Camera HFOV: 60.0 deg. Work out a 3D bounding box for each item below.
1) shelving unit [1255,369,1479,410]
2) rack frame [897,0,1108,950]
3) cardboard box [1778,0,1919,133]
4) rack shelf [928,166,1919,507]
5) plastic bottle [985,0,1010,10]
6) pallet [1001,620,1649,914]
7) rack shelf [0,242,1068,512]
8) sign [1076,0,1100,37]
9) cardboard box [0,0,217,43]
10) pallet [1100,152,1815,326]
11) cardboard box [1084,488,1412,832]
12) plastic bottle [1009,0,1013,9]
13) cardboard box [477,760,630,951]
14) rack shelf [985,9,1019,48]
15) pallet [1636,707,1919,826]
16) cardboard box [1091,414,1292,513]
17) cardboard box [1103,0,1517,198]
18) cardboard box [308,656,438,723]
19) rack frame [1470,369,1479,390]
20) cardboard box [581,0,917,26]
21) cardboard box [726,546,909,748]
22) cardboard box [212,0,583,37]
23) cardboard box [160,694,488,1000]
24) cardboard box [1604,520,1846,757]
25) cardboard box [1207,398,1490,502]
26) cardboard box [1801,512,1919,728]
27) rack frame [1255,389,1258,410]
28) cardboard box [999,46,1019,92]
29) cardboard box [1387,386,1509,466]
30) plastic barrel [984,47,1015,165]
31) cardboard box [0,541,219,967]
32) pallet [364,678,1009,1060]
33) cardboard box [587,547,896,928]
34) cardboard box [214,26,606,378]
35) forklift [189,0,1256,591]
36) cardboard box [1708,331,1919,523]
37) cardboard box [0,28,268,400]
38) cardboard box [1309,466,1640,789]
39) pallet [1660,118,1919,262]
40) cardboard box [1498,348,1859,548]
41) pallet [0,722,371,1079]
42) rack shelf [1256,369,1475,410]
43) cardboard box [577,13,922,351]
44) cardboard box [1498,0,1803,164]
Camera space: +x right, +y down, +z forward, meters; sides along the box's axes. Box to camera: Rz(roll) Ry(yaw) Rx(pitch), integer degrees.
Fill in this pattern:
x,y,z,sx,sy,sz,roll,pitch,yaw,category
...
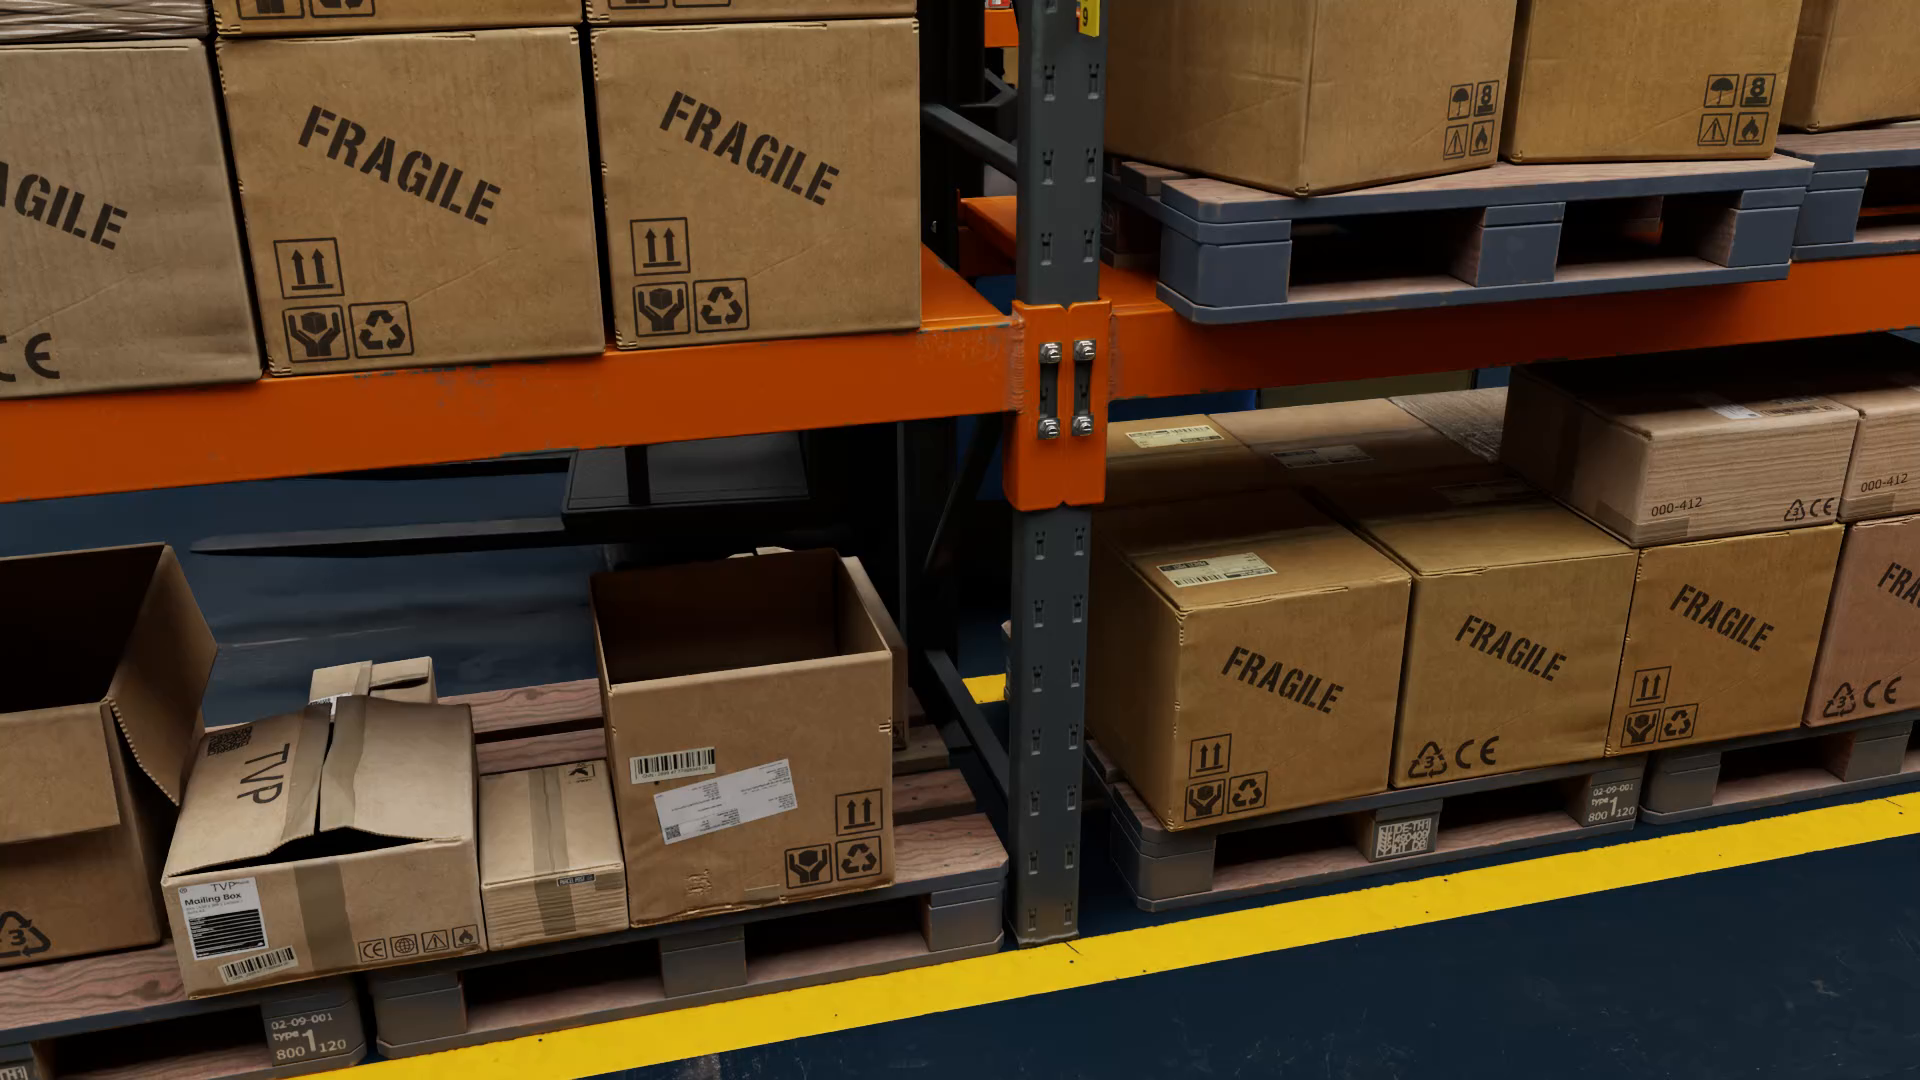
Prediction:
x,y,z,sx,sy,sz,roll,pitch,yaw,category
1.209,-0.795,5.202,0.755,1.500,0.431,-5,24,-12,shelving unit
0.045,-0.753,3.201,0.127,3.000,1.000,-6,24,-14,rack frame
1.729,-1.204,3.592,0.500,0.500,0.700,-13,26,-28,cardboard box
1.971,-0.635,3.839,4.000,0.370,1.077,-6,24,-14,rack shelf
0.151,-2.580,7.617,0.135,0.276,0.152,-6,24,-14,plastic bottle
0.818,0.427,3.986,1.213,0.211,1.003,-6,24,-14,pallet
-1.881,-0.209,2.846,4.000,0.370,1.077,-6,24,-14,rack shelf
0.199,-0.946,2.552,0.005,0.325,0.100,-6,24,-14,sign
-1.350,-0.997,2.375,0.500,0.500,0.500,-6,24,-14,cardboard box
0.844,-0.708,3.341,1.213,0.211,1.003,-6,24,-14,pallet
0.576,0.234,3.512,0.500,0.500,0.500,-7,24,-17,cardboard box
0.270,-2.548,7.636,0.097,0.201,0.097,0,23,0,plastic bottle
-0.772,0.586,3.138,0.250,0.149,0.380,-6,24,-14,cardboard box
0.636,-2.516,8.223,4.000,0.370,1.077,-6,24,-14,rack shelf
1.995,0.296,4.292,1.213,0.211,1.003,-6,24,-14,pallet
0.443,0.032,3.983,0.500,0.500,0.500,-6,24,-15,cardboard box
0.561,-0.958,3.018,0.500,0.500,0.700,-16,28,-32,cardboard box
-1.248,0.405,3.537,0.250,0.166,0.380,-6,24,-14,cardboard box
1.566,-0.828,5.277,0.023,1.500,0.400,-5,24,-12,rack frame
-0.372,-1.106,2.629,0.500,0.500,0.500,-6,24,-14,cardboard box
-0.418,0.243,3.732,0.500,0.311,0.500,-6,24,-14,cardboard box
-0.865,-1.051,2.500,0.500,0.500,0.500,-7,24,-15,cardboard box
-1.149,0.529,3.066,0.500,0.311,0.500,-6,24,-14,cardboard box
1.570,0.123,3.771,0.500,0.500,0.500,-6,24,-14,cardboard box
0.921,-0.017,4.098,0.500,0.500,0.500,-6,24,-14,cardboard box
2.057,0.069,3.896,0.500,0.500,0.500,-7,24,-16,cardboard box
0.853,-0.763,5.126,0.023,1.500,0.400,-5,24,-12,rack frame
0.554,-4.091,13.143,0.875,0.875,1.225,-7,24,-17,cardboard box
1.404,-0.071,4.223,0.500,0.500,0.500,-6,24,-14,cardboard box
-0.079,-1.990,8.211,0.708,0.901,0.600,-6,24,-14,plastic barrel
-1.763,0.394,3.136,0.637,0.503,0.797,-6,24,-14,cardboard box
-0.617,0.601,3.581,1.213,0.211,1.003,-6,24,-14,pallet
-0.427,0.362,3.215,0.500,0.500,0.500,-6,24,-14,cardboard box
-0.863,-0.593,2.701,0.500,0.500,0.500,-6,24,-13,cardboard box
-0.694,-1.331,4.634,3.031,2.935,1.130,-3,23,-8,forklift
2.022,-0.270,3.737,0.500,0.250,0.500,-7,24,-15,cardboard box
-1.357,-0.537,2.571,0.500,0.500,0.500,-6,24,-13,cardboard box
1.087,0.173,3.654,0.500,0.500,0.500,-6,24,-14,cardboard box
2.025,-0.882,3.745,1.213,0.211,1.003,-6,24,-14,pallet
1.539,-0.217,3.612,0.500,0.250,0.500,-6,24,-14,cardboard box
-1.793,0.733,3.275,1.213,0.211,1.003,-6,24,-14,pallet
1.209,-0.496,5.330,0.720,0.370,0.431,-5,24,-12,rack shelf
-0.367,-0.648,2.830,0.500,0.500,0.500,-6,24,-13,cardboard box
1.206,-1.055,3.245,0.500,0.500,0.700,-3,23,-6,cardboard box
